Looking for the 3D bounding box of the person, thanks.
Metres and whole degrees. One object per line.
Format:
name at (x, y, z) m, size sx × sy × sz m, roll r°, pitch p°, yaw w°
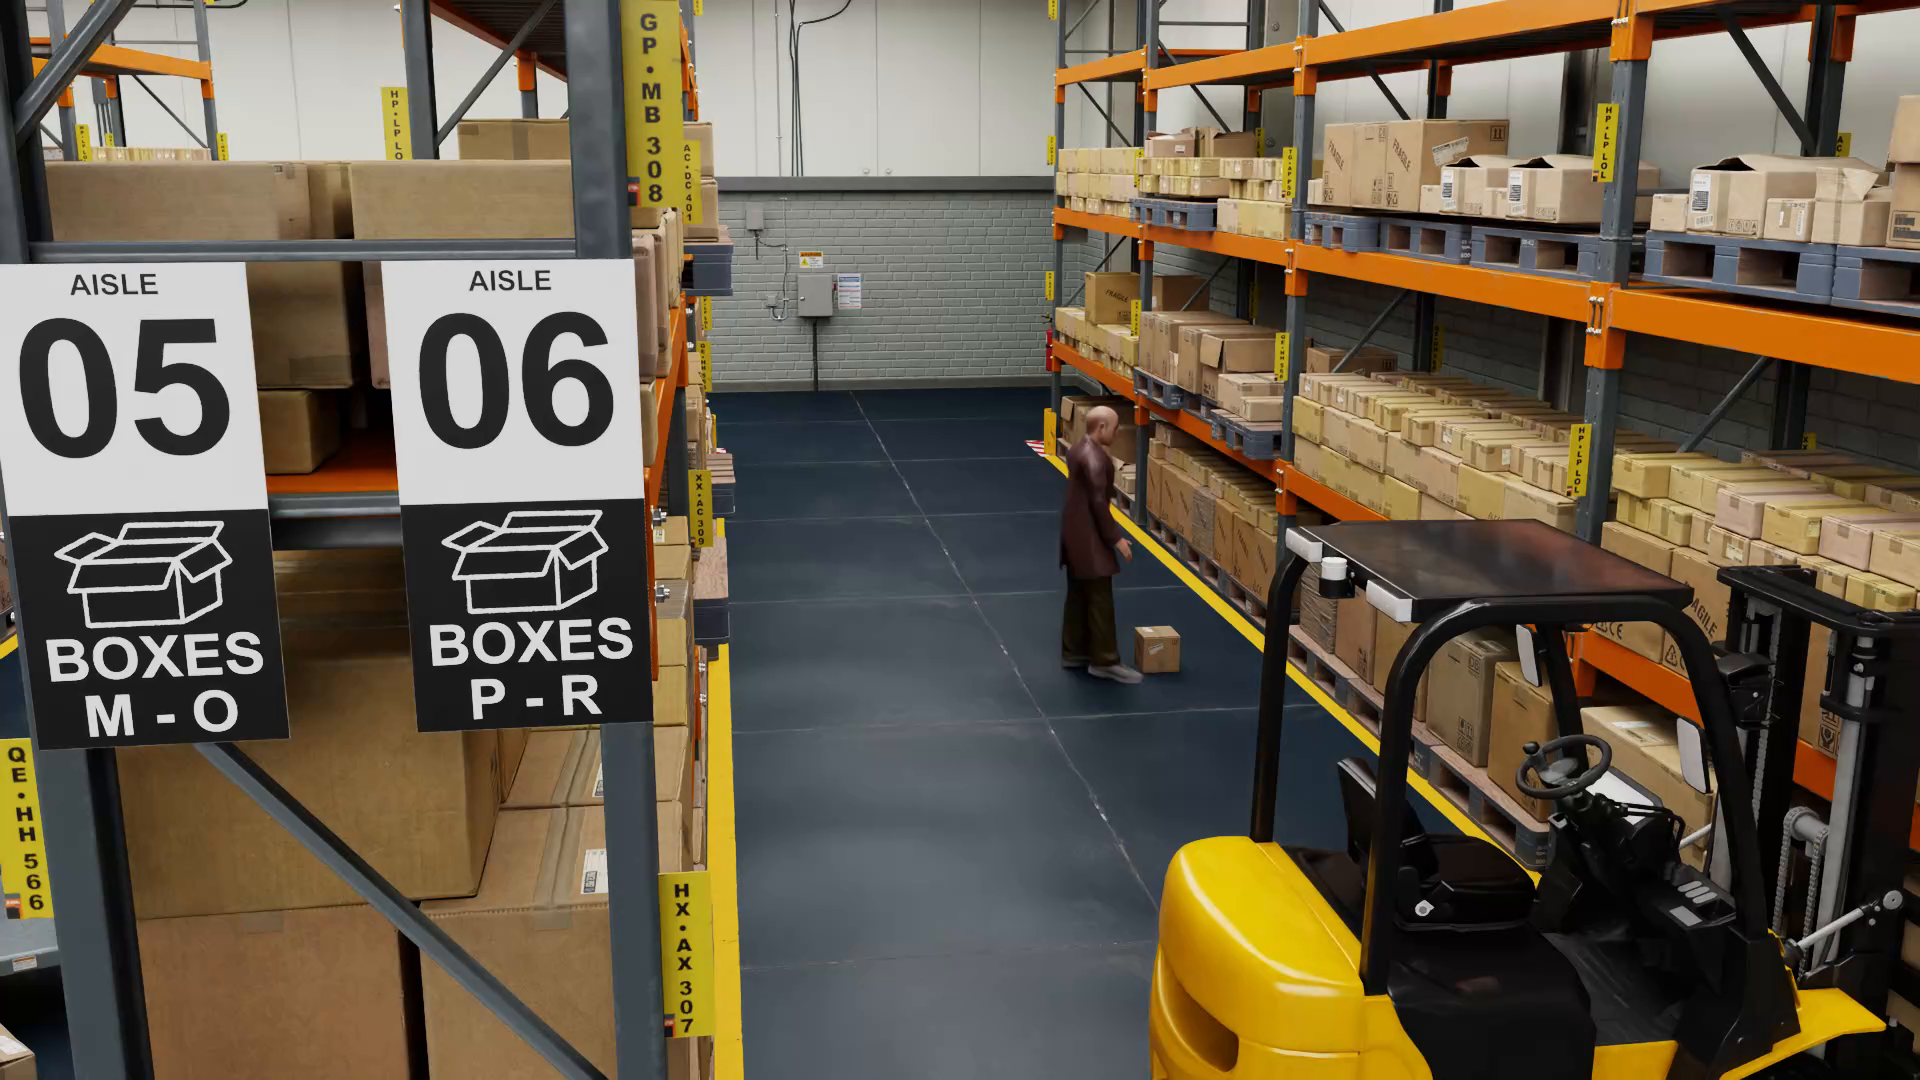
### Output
person at (0.921, 0.009, 10.962) m, size 0.507 × 1.799 × 0.587 m, roll -2°, pitch 13°, yaw -8°
